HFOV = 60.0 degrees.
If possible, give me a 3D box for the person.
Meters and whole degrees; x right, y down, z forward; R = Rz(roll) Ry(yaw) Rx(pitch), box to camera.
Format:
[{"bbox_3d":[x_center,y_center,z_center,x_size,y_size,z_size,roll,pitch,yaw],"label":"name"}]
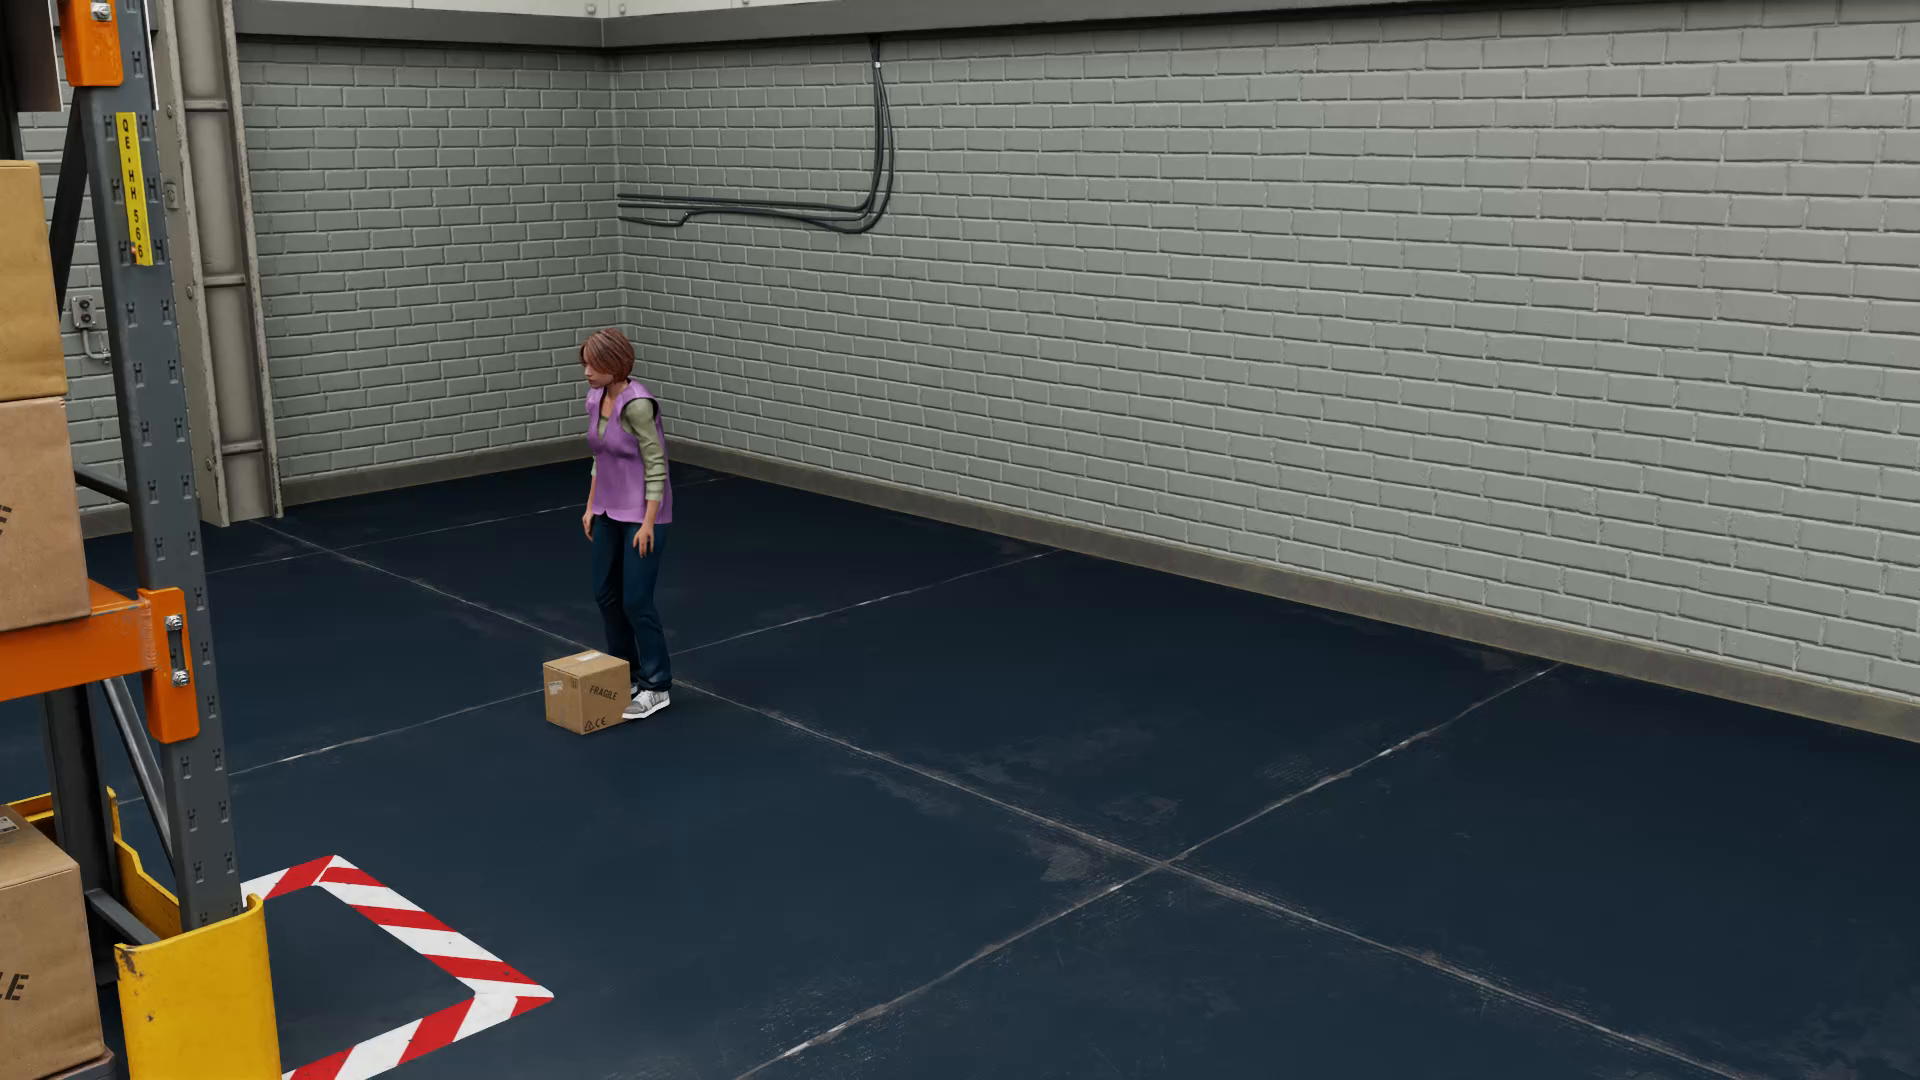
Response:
[{"bbox_3d":[-1.367,-0.074,6.818,0.461,1.593,0.343,13,19,43],"label":"person"}]
